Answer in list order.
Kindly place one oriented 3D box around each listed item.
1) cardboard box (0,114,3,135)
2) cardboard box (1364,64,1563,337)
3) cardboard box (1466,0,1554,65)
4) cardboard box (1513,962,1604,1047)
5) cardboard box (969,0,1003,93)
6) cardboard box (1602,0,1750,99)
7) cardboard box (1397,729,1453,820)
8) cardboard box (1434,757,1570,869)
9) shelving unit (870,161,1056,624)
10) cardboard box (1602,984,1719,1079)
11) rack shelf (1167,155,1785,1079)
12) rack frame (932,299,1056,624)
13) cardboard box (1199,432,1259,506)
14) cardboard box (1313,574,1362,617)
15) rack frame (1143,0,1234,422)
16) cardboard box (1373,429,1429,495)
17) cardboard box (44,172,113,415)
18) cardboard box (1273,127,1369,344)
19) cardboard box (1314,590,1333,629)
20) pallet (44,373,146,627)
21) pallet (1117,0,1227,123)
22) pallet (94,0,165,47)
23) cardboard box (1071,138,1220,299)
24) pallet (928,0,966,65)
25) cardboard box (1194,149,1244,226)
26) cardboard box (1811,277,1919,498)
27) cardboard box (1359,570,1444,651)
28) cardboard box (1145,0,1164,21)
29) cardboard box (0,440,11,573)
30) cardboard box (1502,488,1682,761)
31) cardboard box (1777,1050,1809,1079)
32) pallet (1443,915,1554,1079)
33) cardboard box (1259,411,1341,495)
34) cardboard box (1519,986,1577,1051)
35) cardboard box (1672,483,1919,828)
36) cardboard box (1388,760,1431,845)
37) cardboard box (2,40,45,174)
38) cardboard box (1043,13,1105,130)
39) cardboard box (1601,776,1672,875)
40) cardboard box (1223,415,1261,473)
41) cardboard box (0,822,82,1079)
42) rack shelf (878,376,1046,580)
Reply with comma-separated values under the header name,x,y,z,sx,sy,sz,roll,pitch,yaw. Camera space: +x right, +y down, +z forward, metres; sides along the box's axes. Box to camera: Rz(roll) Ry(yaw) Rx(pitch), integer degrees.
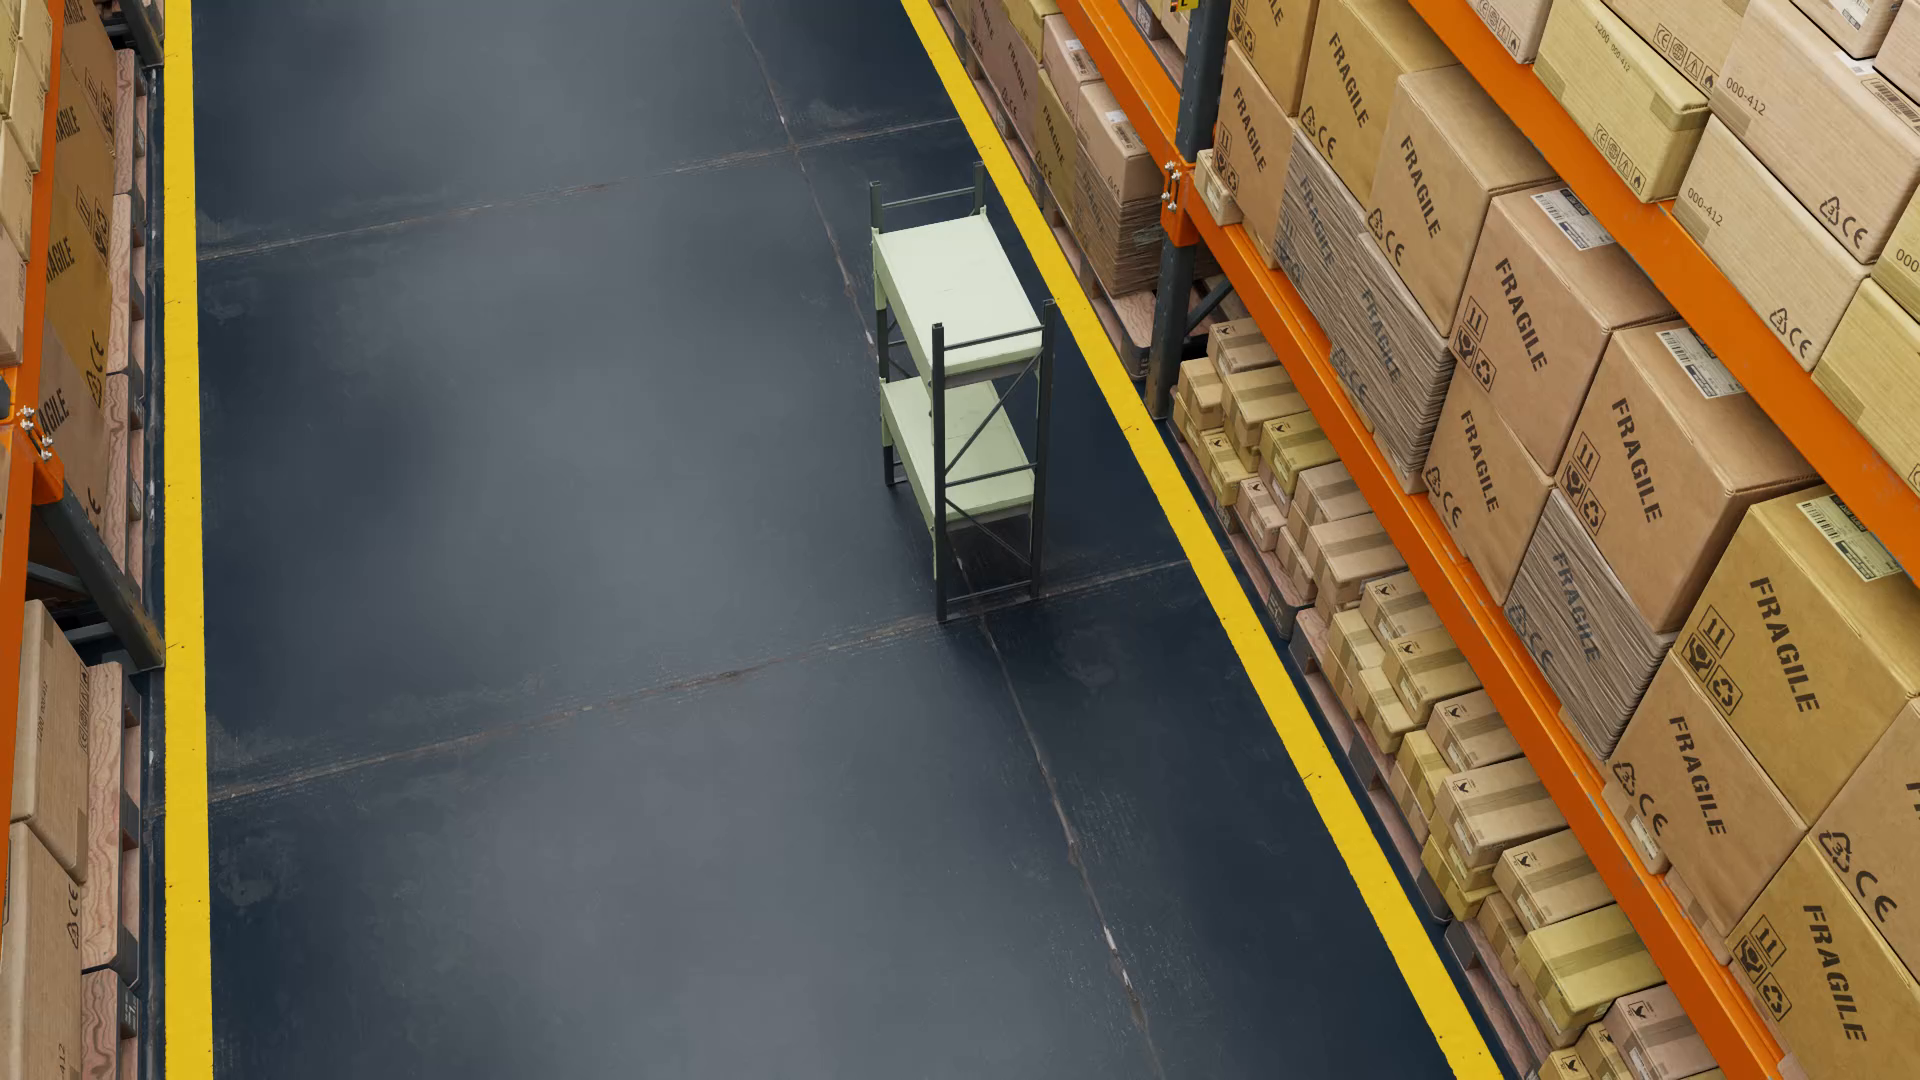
name,x,y,z,sx,sy,sz,roll,pitch,yaw
cardboard box,-3.470,-1.297,5.443,0.500,0.250,0.500,-13,51,-10
cardboard box,1.459,-0.934,4.451,0.500,0.500,0.500,-13,51,-10
cardboard box,1.448,-1.390,3.886,0.500,0.250,0.500,-11,51,-9
cardboard box,1.869,1.291,4.885,0.380,0.149,0.250,-15,52,-12
cardboard box,0.361,-2.555,8.092,0.500,0.500,0.500,-14,51,-12
cardboard box,1.635,-1.174,3.377,0.500,0.250,0.500,-15,52,-13
cardboard box,1.646,0.724,5.363,0.380,0.149,0.250,-11,51,-9
cardboard box,1.689,0.822,5.086,0.380,0.149,0.250,-12,51,-10
shelving unit,-0.002,-0.488,5.970,0.431,1.500,0.755,-13,51,-11
cardboard box,2.035,1.369,4.624,0.380,0.149,0.250,-12,51,-10
rack shelf,1.862,0.075,4.985,1.077,0.370,4.000,-13,51,-11
rack frame,0.106,-0.221,5.745,0.400,1.500,0.023,-13,51,-11
cardboard box,1.150,-0.302,6.422,0.380,0.149,0.250,-12,51,-10
cardboard box,1.475,0.145,5.851,0.380,0.149,0.250,-11,51,-9
rack frame,1.271,-1.618,5.942,1.000,3.000,0.127,-13,51,-11
cardboard box,1.478,-0.305,4.999,0.380,0.149,0.250,-11,51,-9
cardboard box,-3.962,-0.968,6.509,0.875,0.875,0.875,-12,51,-10
cardboard box,1.330,-0.968,5.134,0.500,0.500,0.500,-13,51,-11
cardboard box,1.509,0.231,5.973,0.380,0.149,0.250,-15,52,-13
pallet,-3.728,-0.073,6.463,1.003,0.211,1.213,-13,51,-11
pallet,1.184,-2.147,6.513,1.003,0.211,1.213,-13,51,-11
pallet,-4.841,-3.019,8.946,1.003,0.211,1.213,-13,51,-11
cardboard box,0.811,-1.431,7.145,0.500,0.500,0.500,-14,51,-12
pallet,0.317,-3.070,8.989,1.003,0.211,1.213,-13,51,-11
cardboard box,1.042,-1.256,5.801,0.380,0.149,0.250,-12,51,-10
cardboard box,1.908,-0.258,2.932,0.500,0.250,0.500,-13,51,-11
cardboard box,1.577,0.230,5.584,0.380,0.149,0.250,-15,52,-12
cardboard box,0.887,-2.107,6.244,0.380,0.149,0.250,-13,51,-11
cardboard box,-3.047,-0.176,4.661,0.500,0.500,0.500,-13,51,-11
cardboard box,1.768,0.160,4.183,0.500,0.500,0.500,-13,51,-11
cardboard box,2.087,1.210,3.722,0.380,0.149,0.250,-13,51,-11
pallet,2.225,1.545,5.099,1.003,0.211,1.213,-13,51,-11
cardboard box,1.321,-0.340,6.065,0.380,0.149,0.250,-14,51,-11
cardboard box,1.930,1.372,5.011,0.380,0.149,0.250,-14,51,-11
cardboard box,1.931,0.205,3.491,0.500,0.500,0.500,-15,51,-12
cardboard box,1.648,0.819,5.478,0.380,0.149,0.250,-12,51,-10
cardboard box,-3.597,-1.513,5.952,0.500,0.250,0.500,-14,51,-11
cardboard box,0.670,-2.055,7.180,0.500,0.250,0.500,-11,51,-9
cardboard box,1.863,0.659,4.186,0.380,0.149,0.250,-12,51,-10
cardboard box,1.233,-0.429,6.335,0.380,0.149,0.250,-13,51,-11
cardboard box,-3.080,1.402,4.797,0.875,0.438,0.875,-15,51,-12
rack shelf,-0.002,-0.278,6.220,0.431,0.370,0.720,-13,51,-11
